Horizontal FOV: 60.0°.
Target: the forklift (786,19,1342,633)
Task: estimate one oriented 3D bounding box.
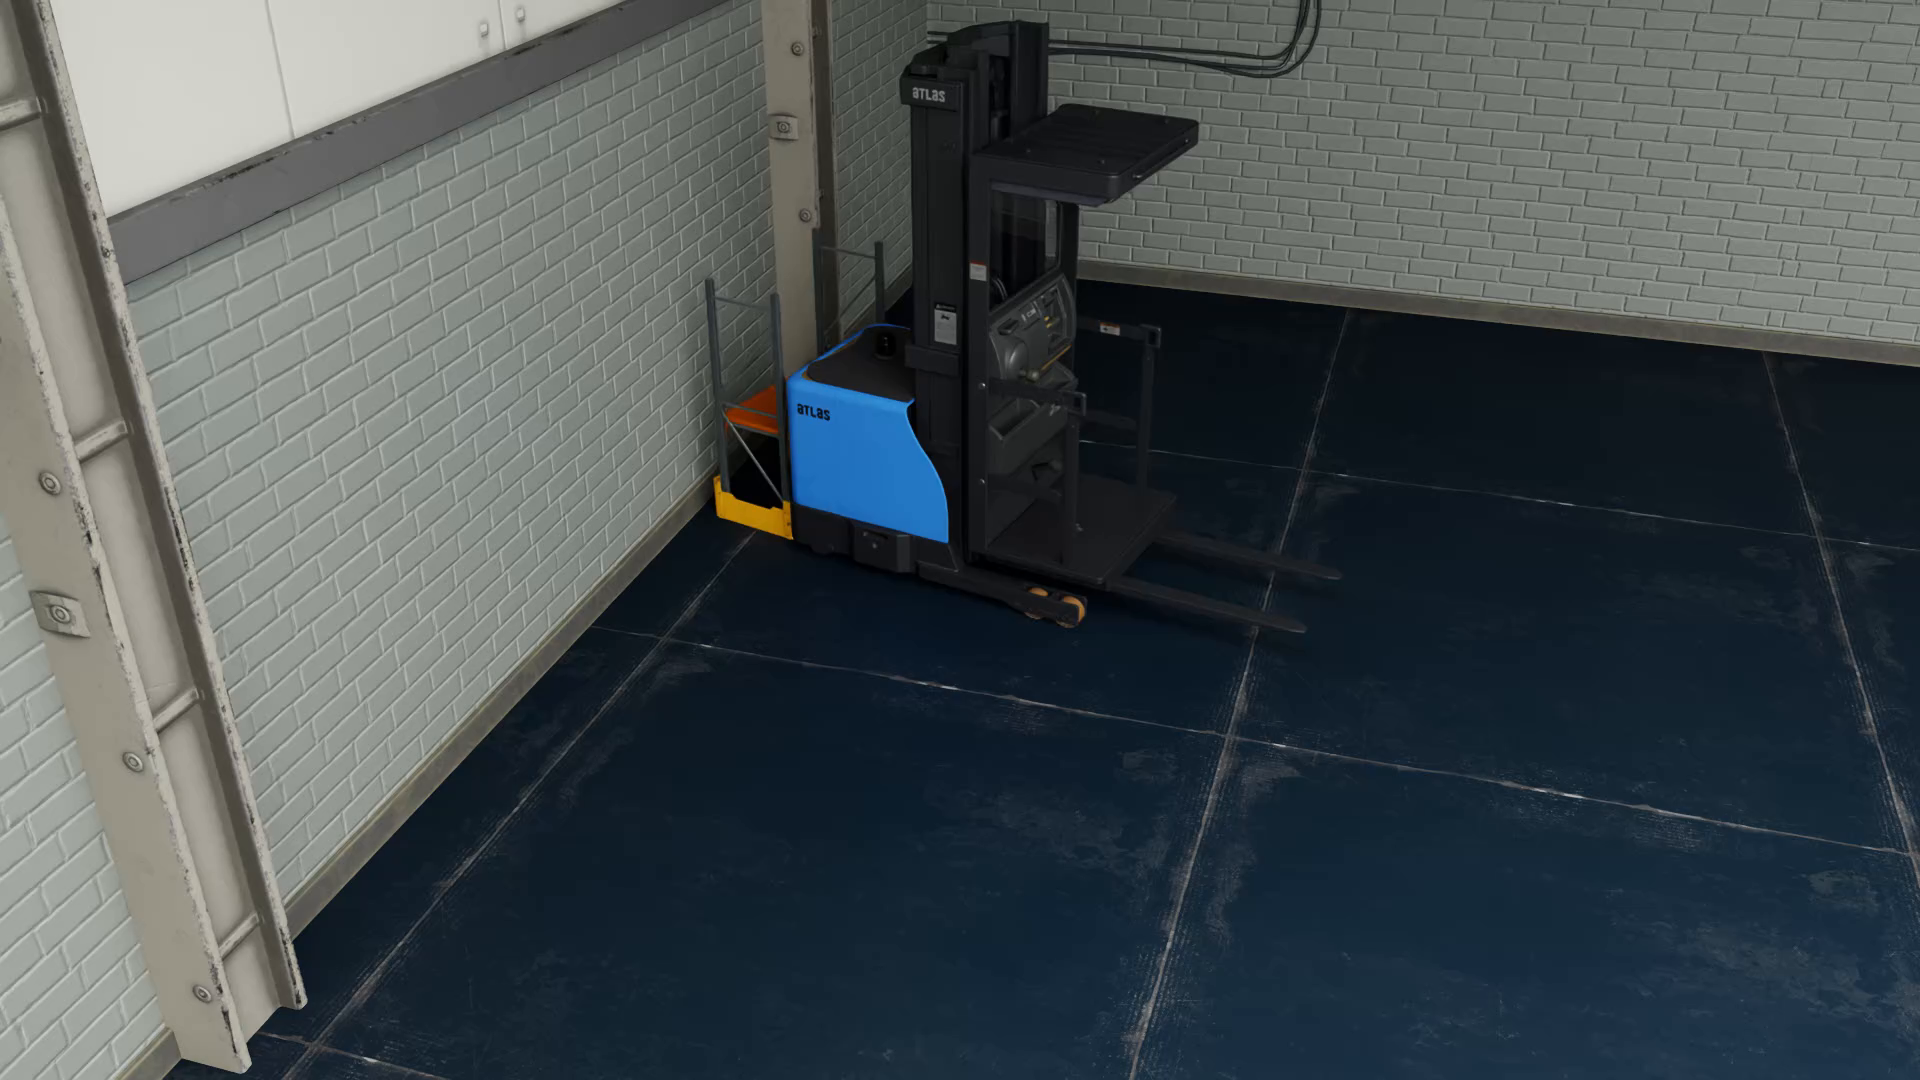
[{"bbox_3d":[0.570,-1.106,8.723,3.031,2.935,1.130,15,32,24],"label":"forklift"}]

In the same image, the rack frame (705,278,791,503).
[{"bbox_3d":[-1.204,-0.743,9.542,0.500,1.500,0.032,16,33,27],"label":"rack frame"}]

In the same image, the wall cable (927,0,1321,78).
[{"bbox_3d":[1.136,-4.673,12.088,3.097,2.526,0.112,8,30,15],"label":"wall cable"}]

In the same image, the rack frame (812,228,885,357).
[{"bbox_3d":[-0.673,-1.165,10.300,0.500,1.500,0.032,16,33,27],"label":"rack frame"}]

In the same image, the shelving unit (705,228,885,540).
[{"bbox_3d":[-0.943,-0.950,9.914,0.587,1.500,1.083,16,33,27],"label":"shelving unit"}]

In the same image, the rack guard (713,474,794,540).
[{"bbox_3d":[-1.202,-0.197,9.846,0.587,0.250,0.087,16,33,27],"label":"rack guard"}]

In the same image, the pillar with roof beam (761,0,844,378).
[{"bbox_3d":[3.122,-4.235,8.107,9.100,9.000,0.400,8,30,15],"label":"pillar with roof beam"}]

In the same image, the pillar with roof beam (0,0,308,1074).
[{"bbox_3d":[1.361,-1.447,3.094,9.100,9.000,0.400,8,30,15],"label":"pillar with roof beam"}]

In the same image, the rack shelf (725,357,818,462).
[{"bbox_3d":[-0.938,-0.797,10.008,0.538,0.185,1.000,16,33,27],"label":"rack shelf"}]
